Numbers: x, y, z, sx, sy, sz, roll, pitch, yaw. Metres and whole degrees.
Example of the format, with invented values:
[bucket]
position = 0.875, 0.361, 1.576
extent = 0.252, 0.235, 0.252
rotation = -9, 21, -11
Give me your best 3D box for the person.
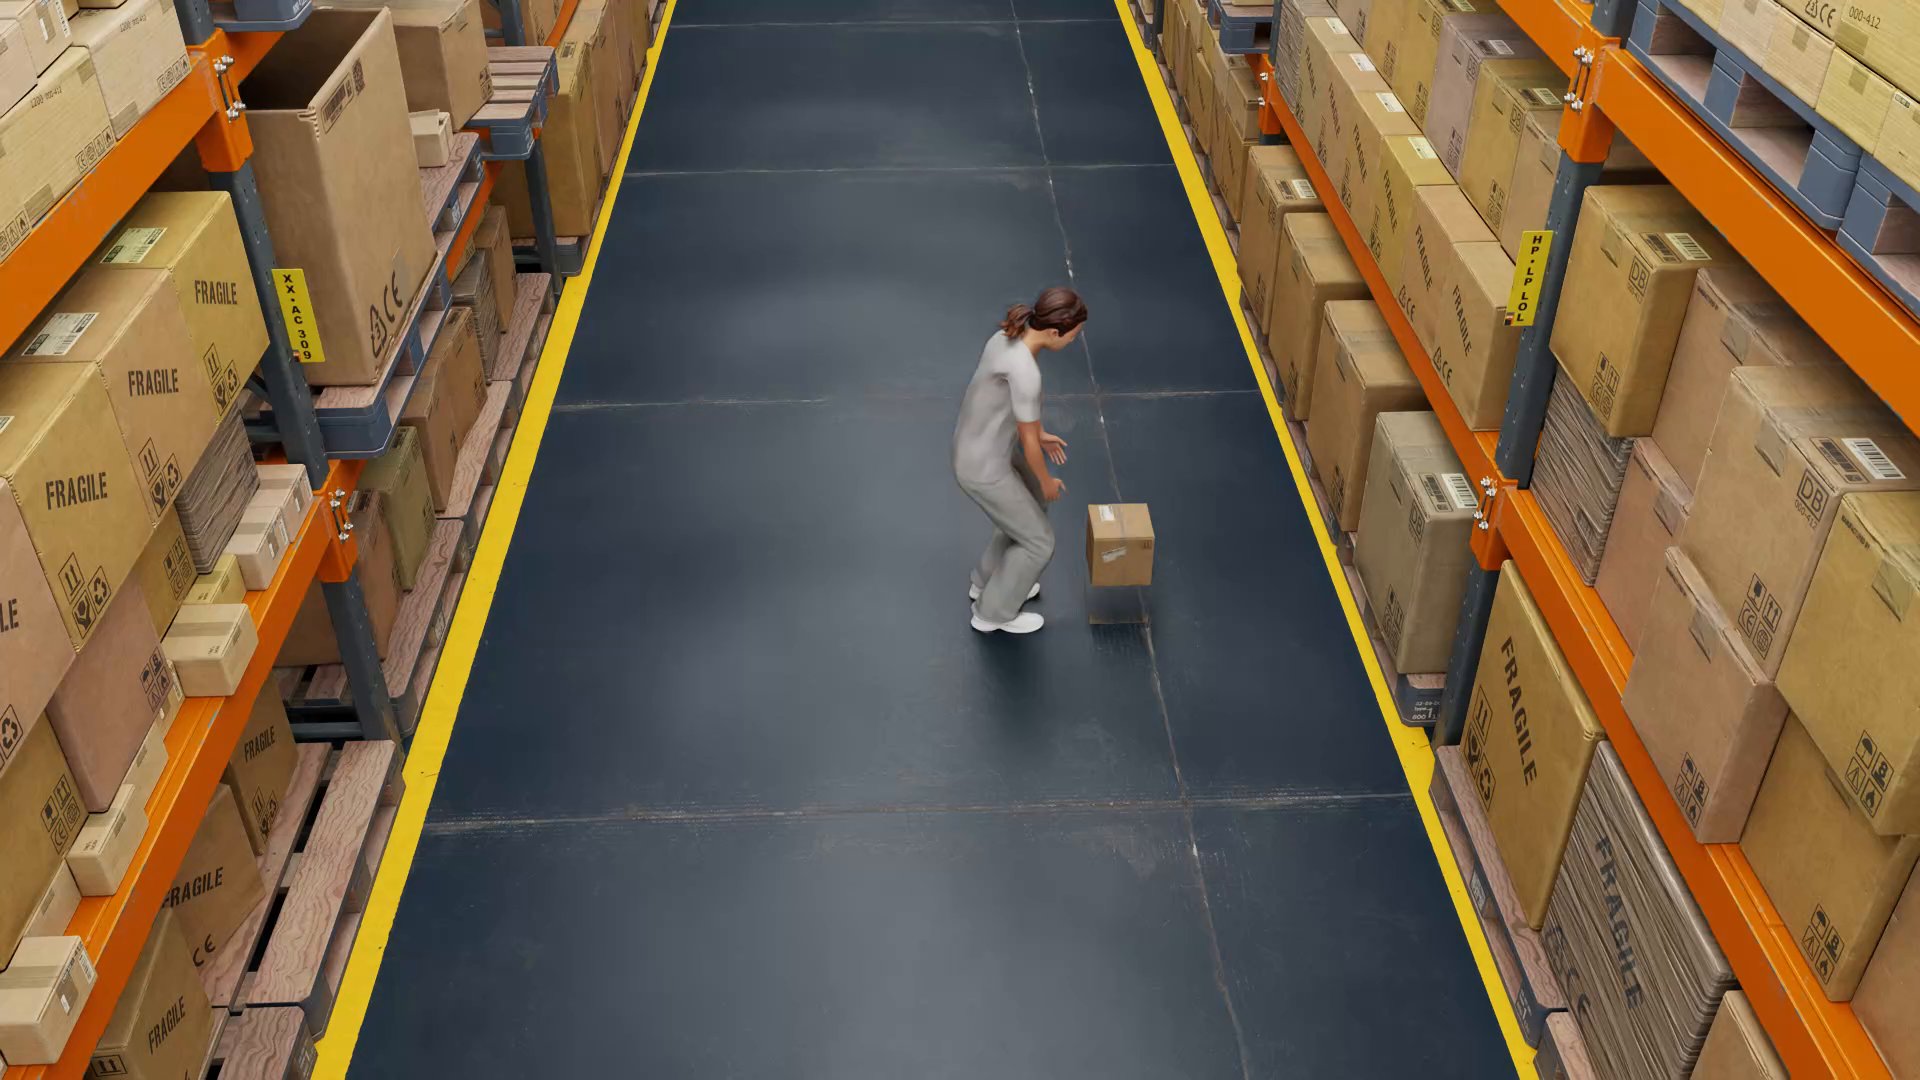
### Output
[person]
position = 0.225, -0.335, 6.765
extent = 0.533, 1.515, 0.483
rotation = -1, 35, -2
